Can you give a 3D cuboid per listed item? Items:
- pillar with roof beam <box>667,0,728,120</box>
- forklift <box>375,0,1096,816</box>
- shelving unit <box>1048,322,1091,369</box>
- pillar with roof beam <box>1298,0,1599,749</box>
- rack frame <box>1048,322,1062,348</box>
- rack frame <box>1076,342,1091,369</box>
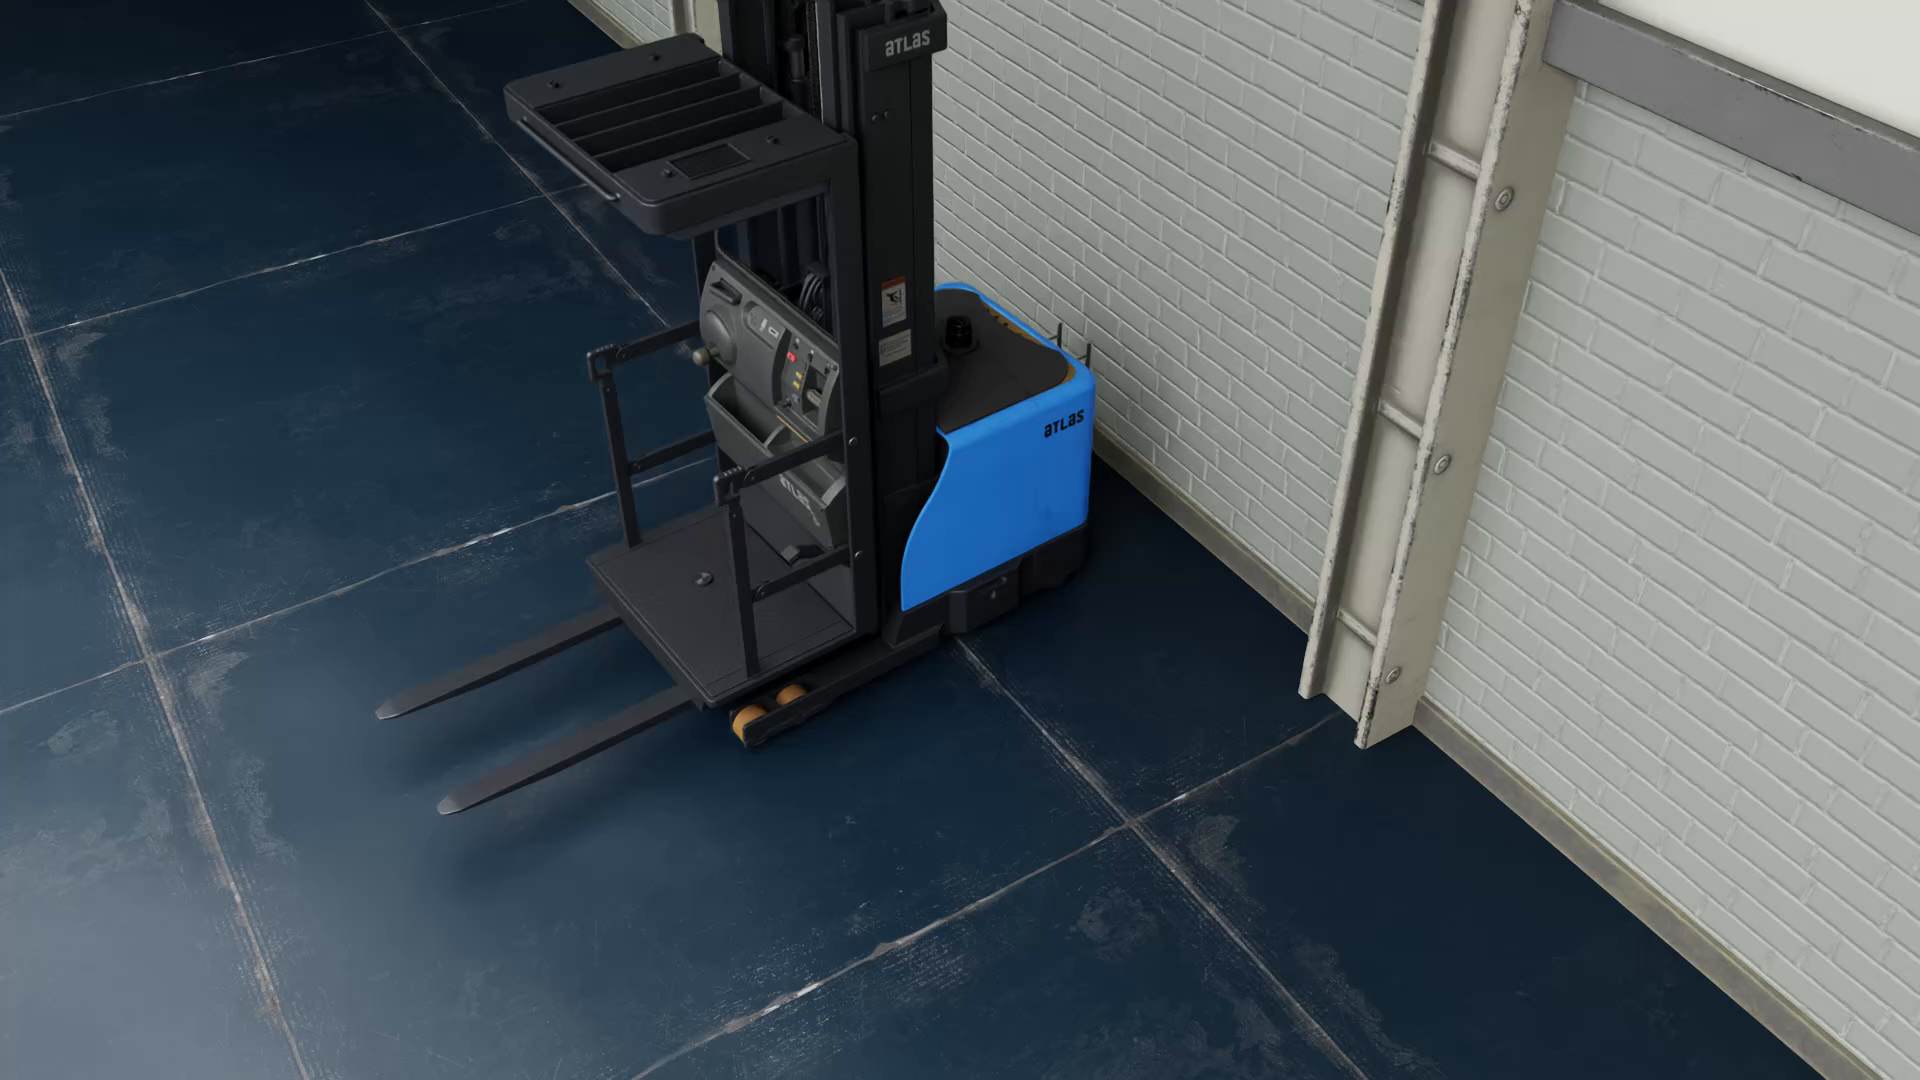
[{"bbox_3d":[-5.203,-4.523,6.149,9.100,9.000,0.400,-22,45,-24],"label":"pillar with roof beam"},{"bbox_3d":[-0.904,-0.679,6.275,3.031,2.935,1.130,-25,46,-27],"label":"forklift"},{"bbox_3d":[0.425,-0.540,7.694,0.258,0.900,0.210,-25,46,-27],"label":"shelving unit"},{"bbox_3d":[-1.977,-1.285,2.263,9.100,9.000,0.400,-22,45,-24],"label":"pillar with roof beam"},{"bbox_3d":[0.364,-0.592,7.757,0.240,0.900,0.006,-25,46,-27],"label":"rack frame"},{"bbox_3d":[0.485,-0.487,7.632,0.240,0.900,0.006,-25,46,-27],"label":"rack frame"}]
